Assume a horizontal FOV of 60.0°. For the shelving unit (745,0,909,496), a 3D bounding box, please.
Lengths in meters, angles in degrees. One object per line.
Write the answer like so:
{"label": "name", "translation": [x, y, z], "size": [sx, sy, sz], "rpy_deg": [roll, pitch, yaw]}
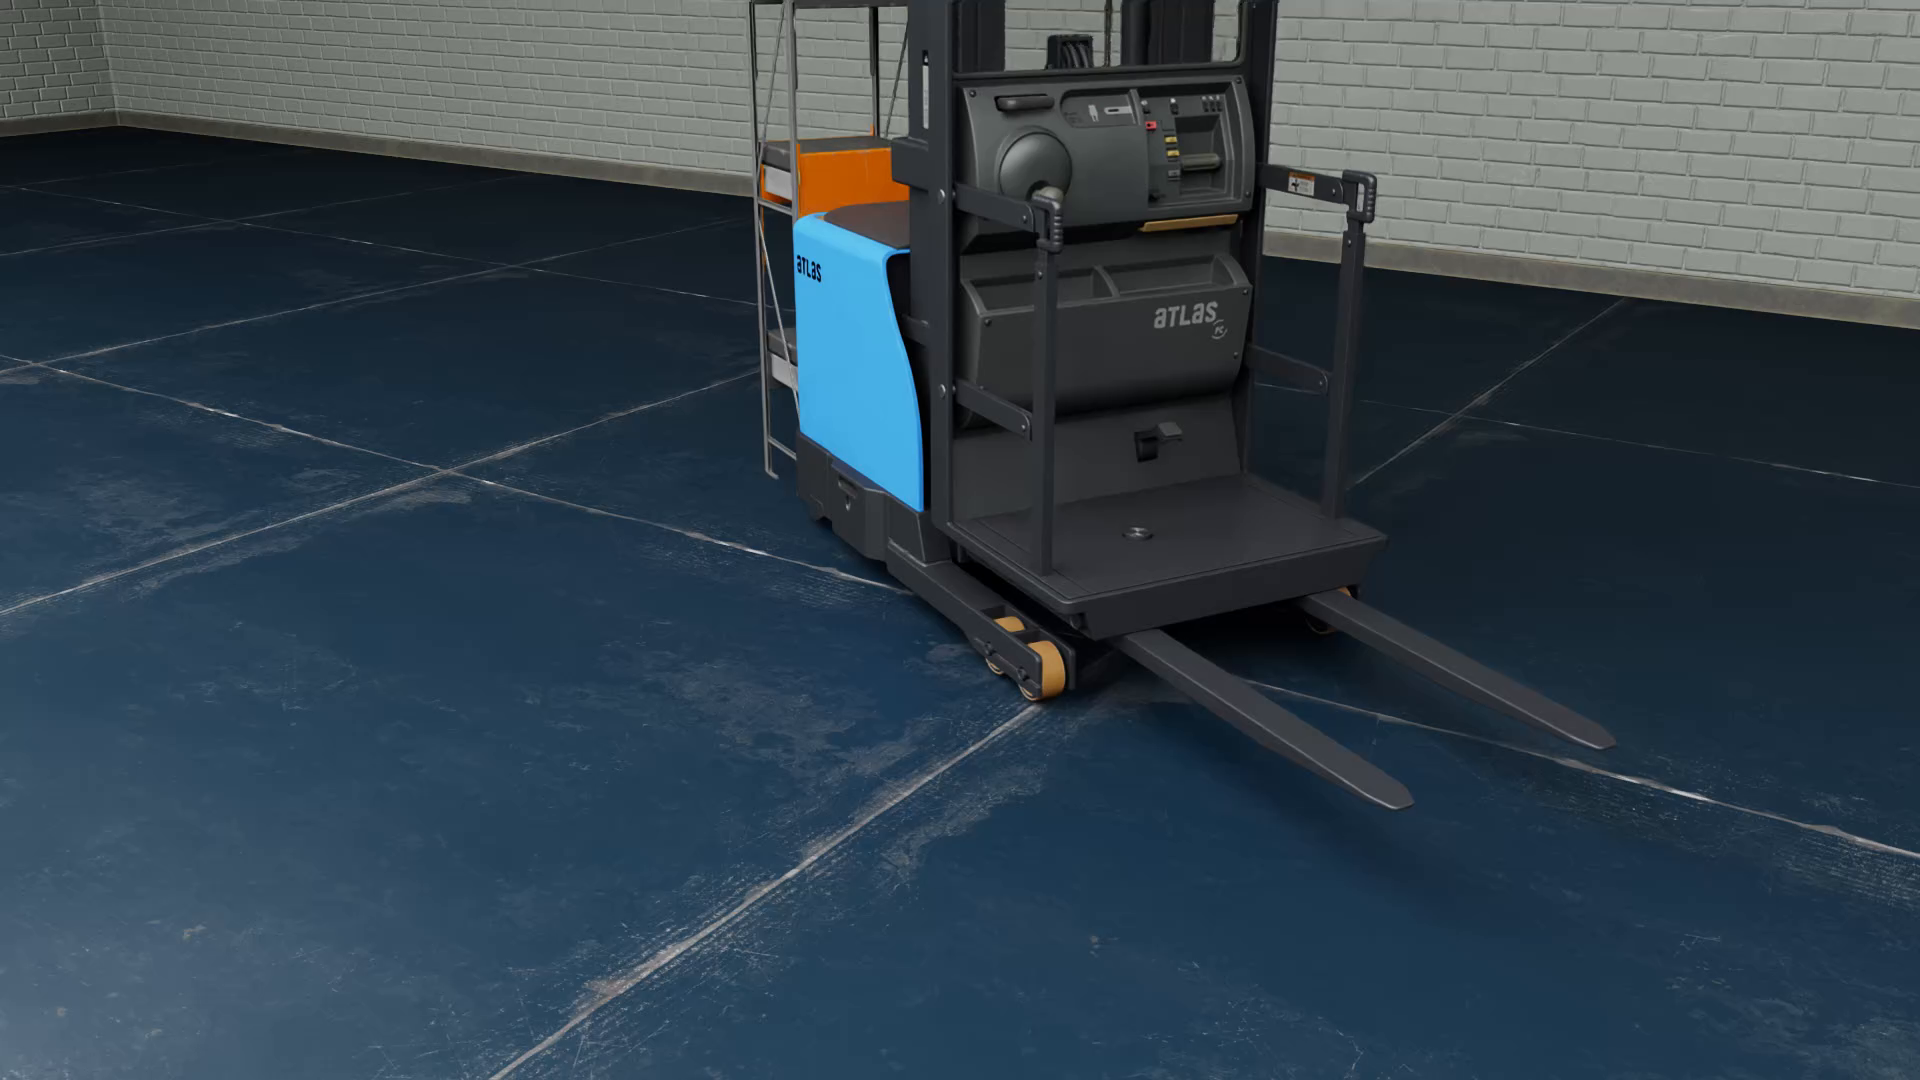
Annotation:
{"label": "shelving unit", "translation": [-0.442, -1.228, 6.059], "size": [0.503, 2.100, 0.431], "rpy_deg": [-10, 23, -26]}

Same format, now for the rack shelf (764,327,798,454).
{"label": "rack shelf", "translation": [-0.442, -0.559, 6.307], "size": [0.480, 0.518, 0.431], "rpy_deg": [-10, 23, -26]}

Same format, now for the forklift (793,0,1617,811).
{"label": "forklift", "translation": [0.536, -1.108, 4.536], "size": [1.130, 2.935, 3.031], "rpy_deg": [-10, 23, -25]}

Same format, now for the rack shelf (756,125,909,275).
{"label": "rack shelf", "translation": [-0.442, -1.216, 6.064], "size": [0.480, 0.518, 0.431], "rpy_deg": [-10, 23, -26]}

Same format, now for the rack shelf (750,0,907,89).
{"label": "rack shelf", "translation": [-0.442, -1.872, 5.821], "size": [0.480, 0.518, 0.431], "rpy_deg": [-10, 23, -26]}

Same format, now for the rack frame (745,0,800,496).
{"label": "rack frame", "translation": [-0.658, -1.188, 5.951], "size": [0.015, 2.100, 0.400], "rpy_deg": [-10, 23, -26]}

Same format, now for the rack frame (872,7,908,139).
{"label": "rack frame", "translation": [-0.227, -1.268, 6.167], "size": [0.015, 2.100, 0.400], "rpy_deg": [-10, 23, -26]}
